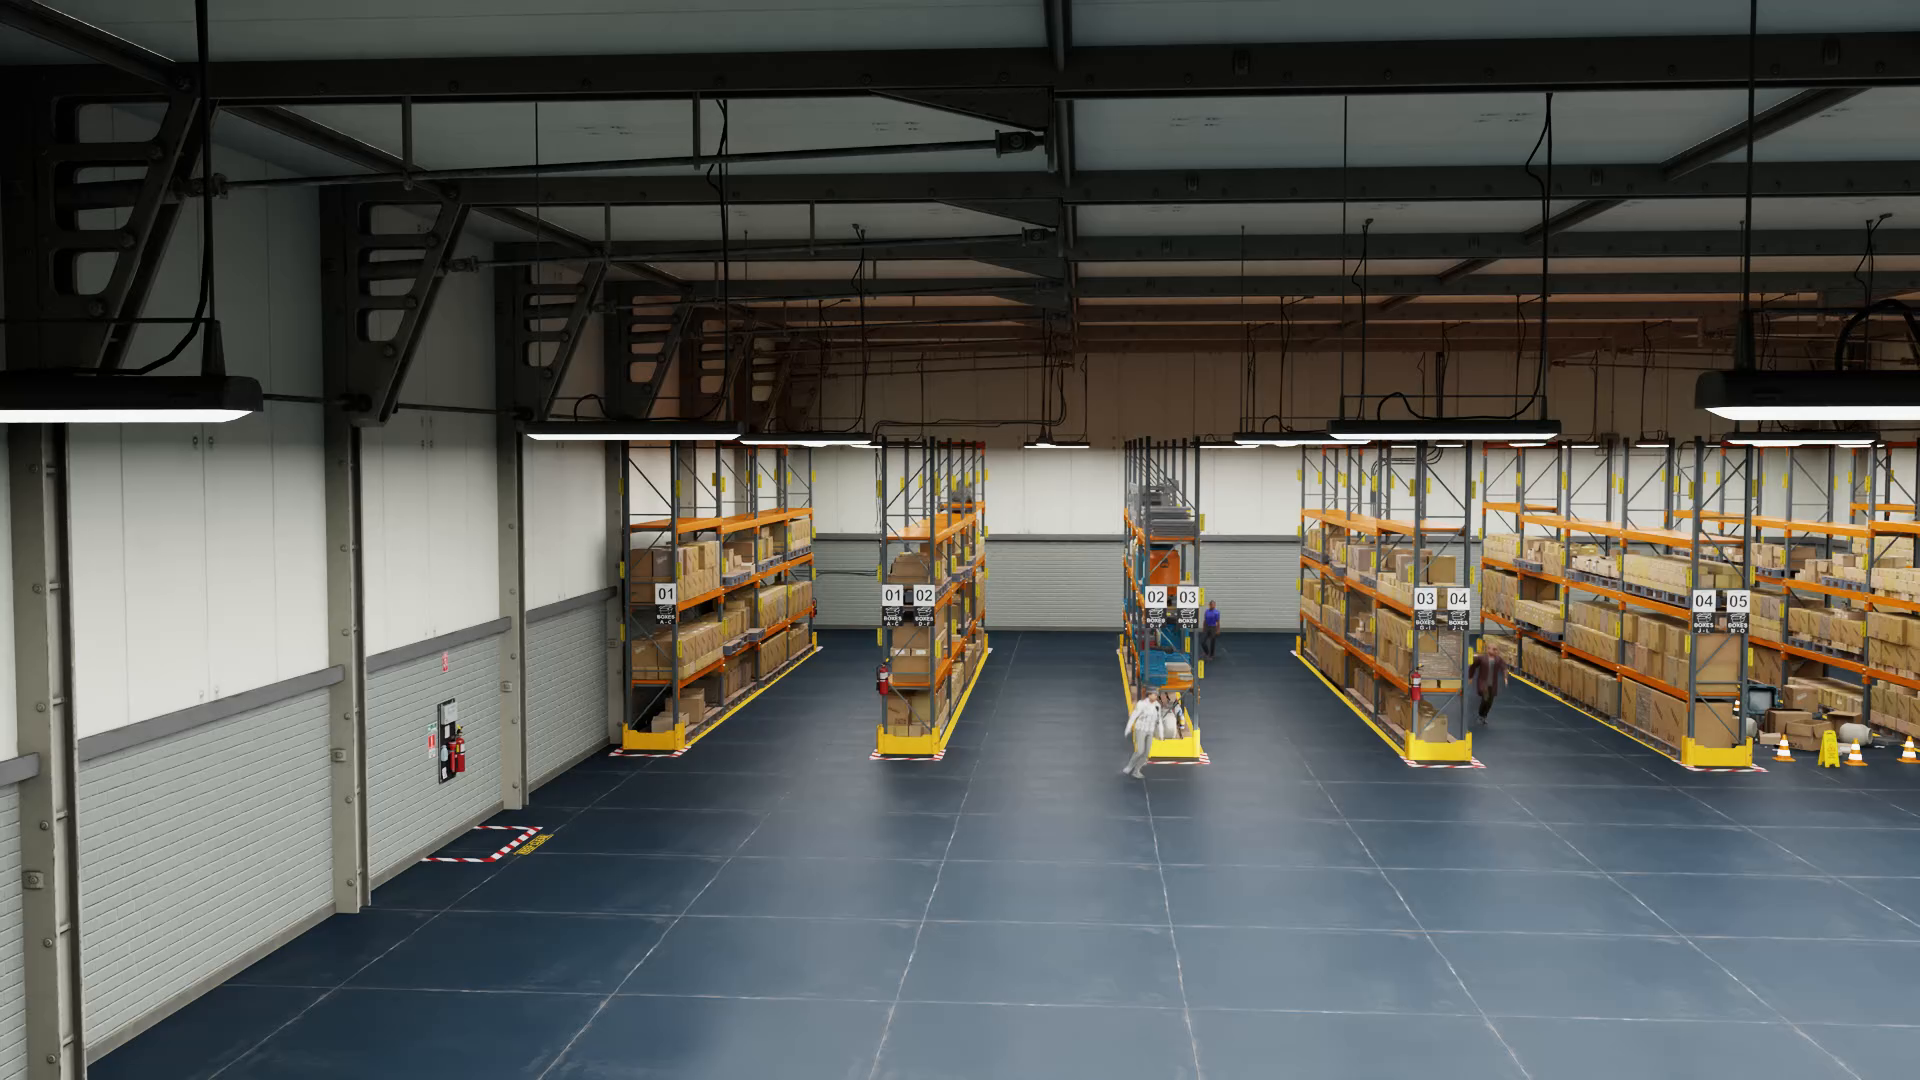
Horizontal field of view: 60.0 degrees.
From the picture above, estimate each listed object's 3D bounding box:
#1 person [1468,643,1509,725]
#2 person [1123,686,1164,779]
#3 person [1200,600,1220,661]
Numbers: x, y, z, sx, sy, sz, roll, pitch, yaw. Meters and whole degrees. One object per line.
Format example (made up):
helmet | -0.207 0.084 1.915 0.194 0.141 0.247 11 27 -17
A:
person | 10.999 2.992 34.528 0.678 1.726 0.876 0 3 -6
person | 3.219 3.367 29.096 0.632 1.644 0.549 -2 4 -31
person | 6.837 2.479 45.447 0.583 1.683 0.447 2 3 29
